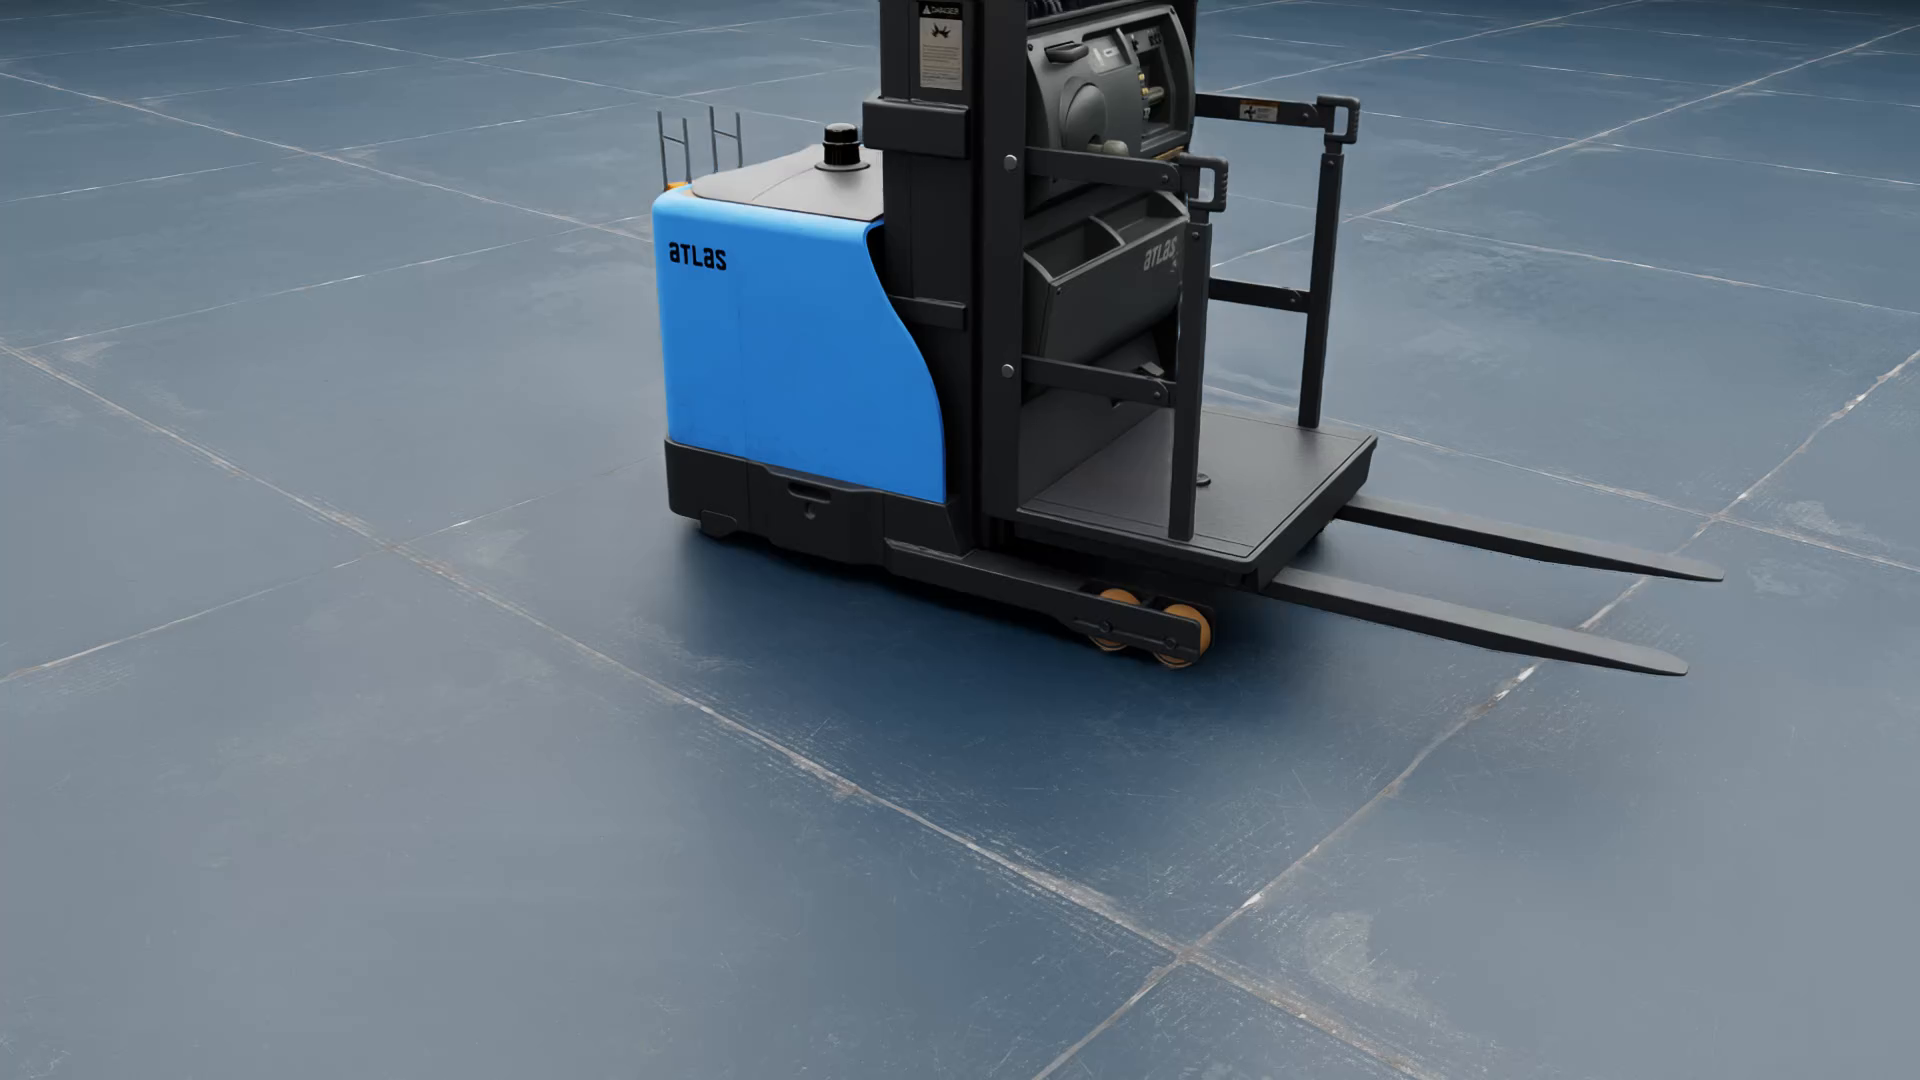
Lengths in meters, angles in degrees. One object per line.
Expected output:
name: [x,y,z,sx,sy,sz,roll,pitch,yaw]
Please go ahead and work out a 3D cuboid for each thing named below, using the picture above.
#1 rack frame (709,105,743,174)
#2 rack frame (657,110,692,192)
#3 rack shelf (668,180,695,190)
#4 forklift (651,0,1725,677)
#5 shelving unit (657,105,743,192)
rack frame: [-0.760,-0.858,5.681,0.006,1.200,0.240,-14,25,-28]
rack frame: [-0.917,-0.819,5.596,0.006,1.200,0.240,-14,25,-28]
rack shelf: [-0.846,-1.130,5.520,0.180,0.103,0.258,-14,25,-28]
forklift: [0.601,-1.242,4.437,3.031,2.935,1.130,13,27,27]
shelving unit: [-0.838,-0.838,5.639,0.189,1.200,0.258,-14,25,-28]
